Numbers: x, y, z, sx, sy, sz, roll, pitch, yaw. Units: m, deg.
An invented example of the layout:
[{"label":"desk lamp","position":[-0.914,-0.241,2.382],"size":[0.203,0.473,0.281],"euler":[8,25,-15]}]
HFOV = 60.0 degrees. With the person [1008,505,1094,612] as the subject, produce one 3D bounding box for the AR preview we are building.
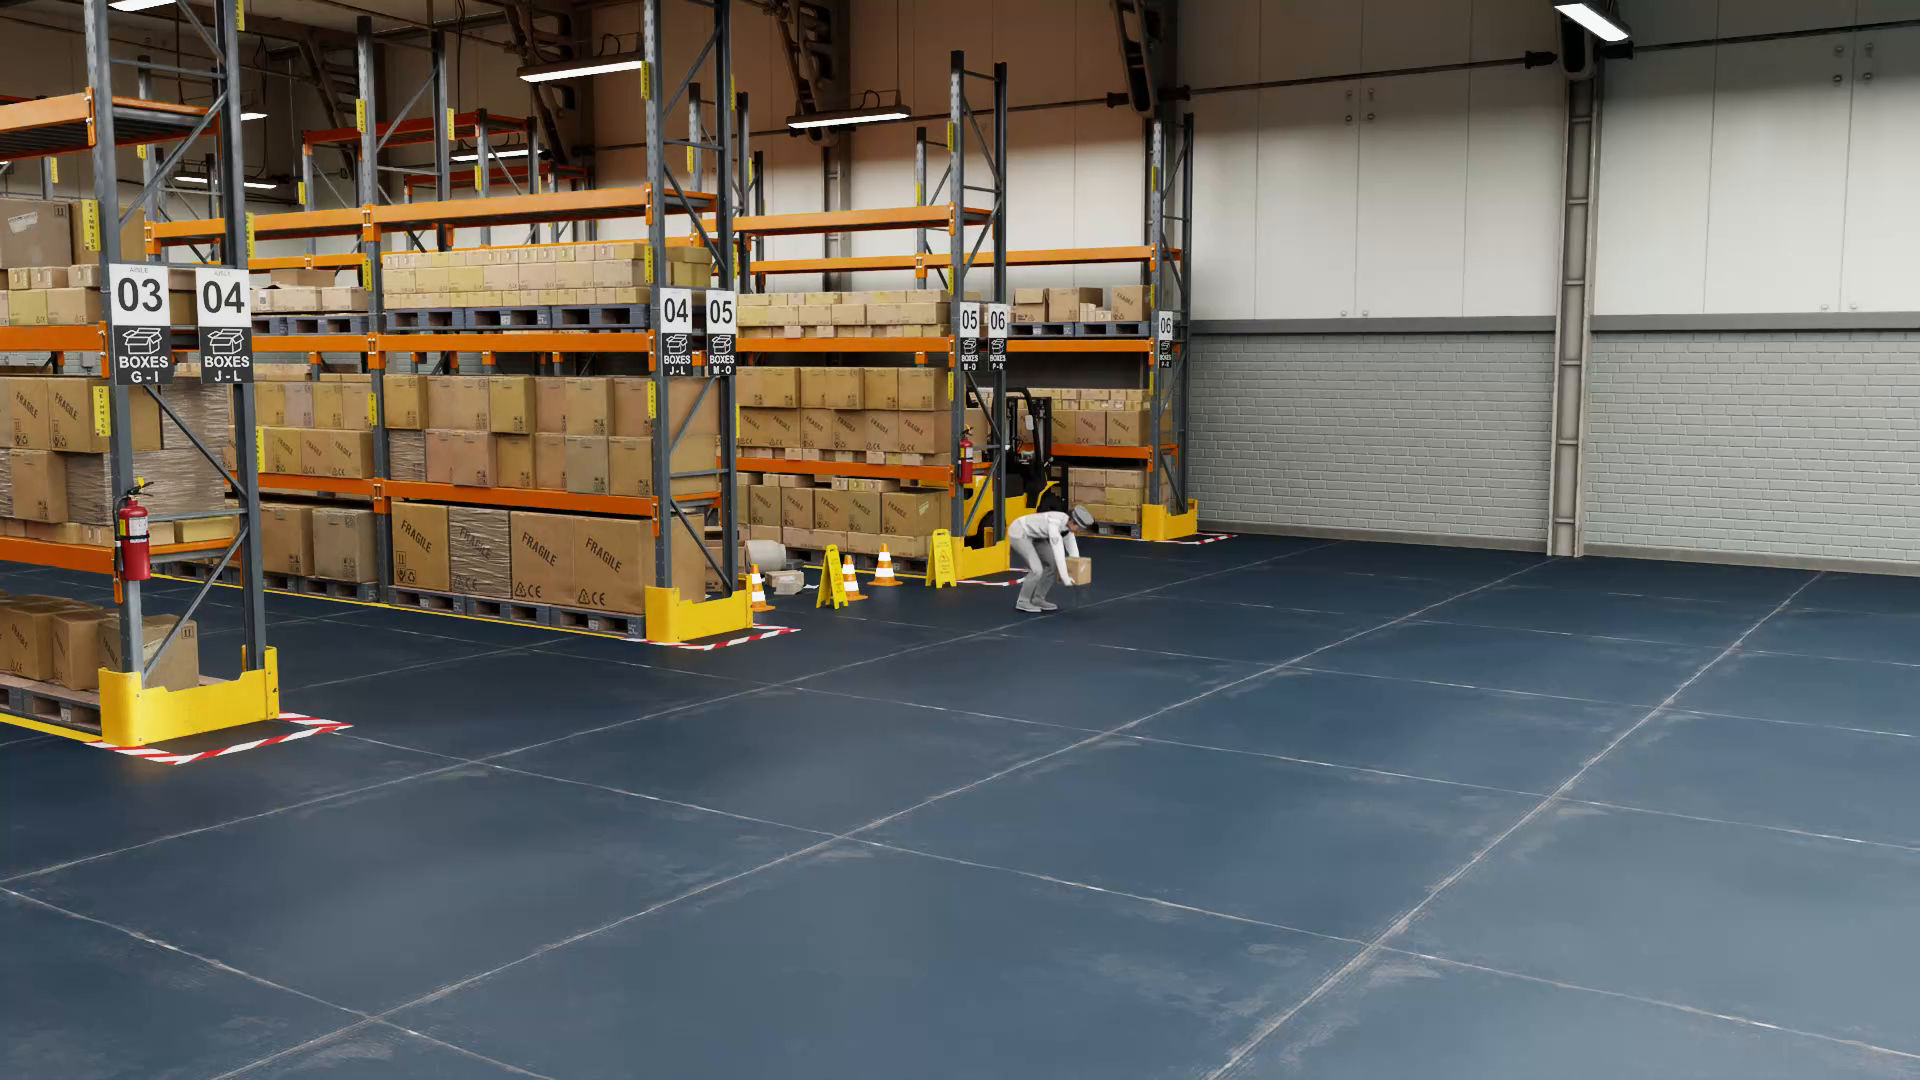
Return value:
[{"label":"person","position":[0.924,0.182,16.901],"size":[0.918,1.105,0.441],"euler":[4,7,31]}]
